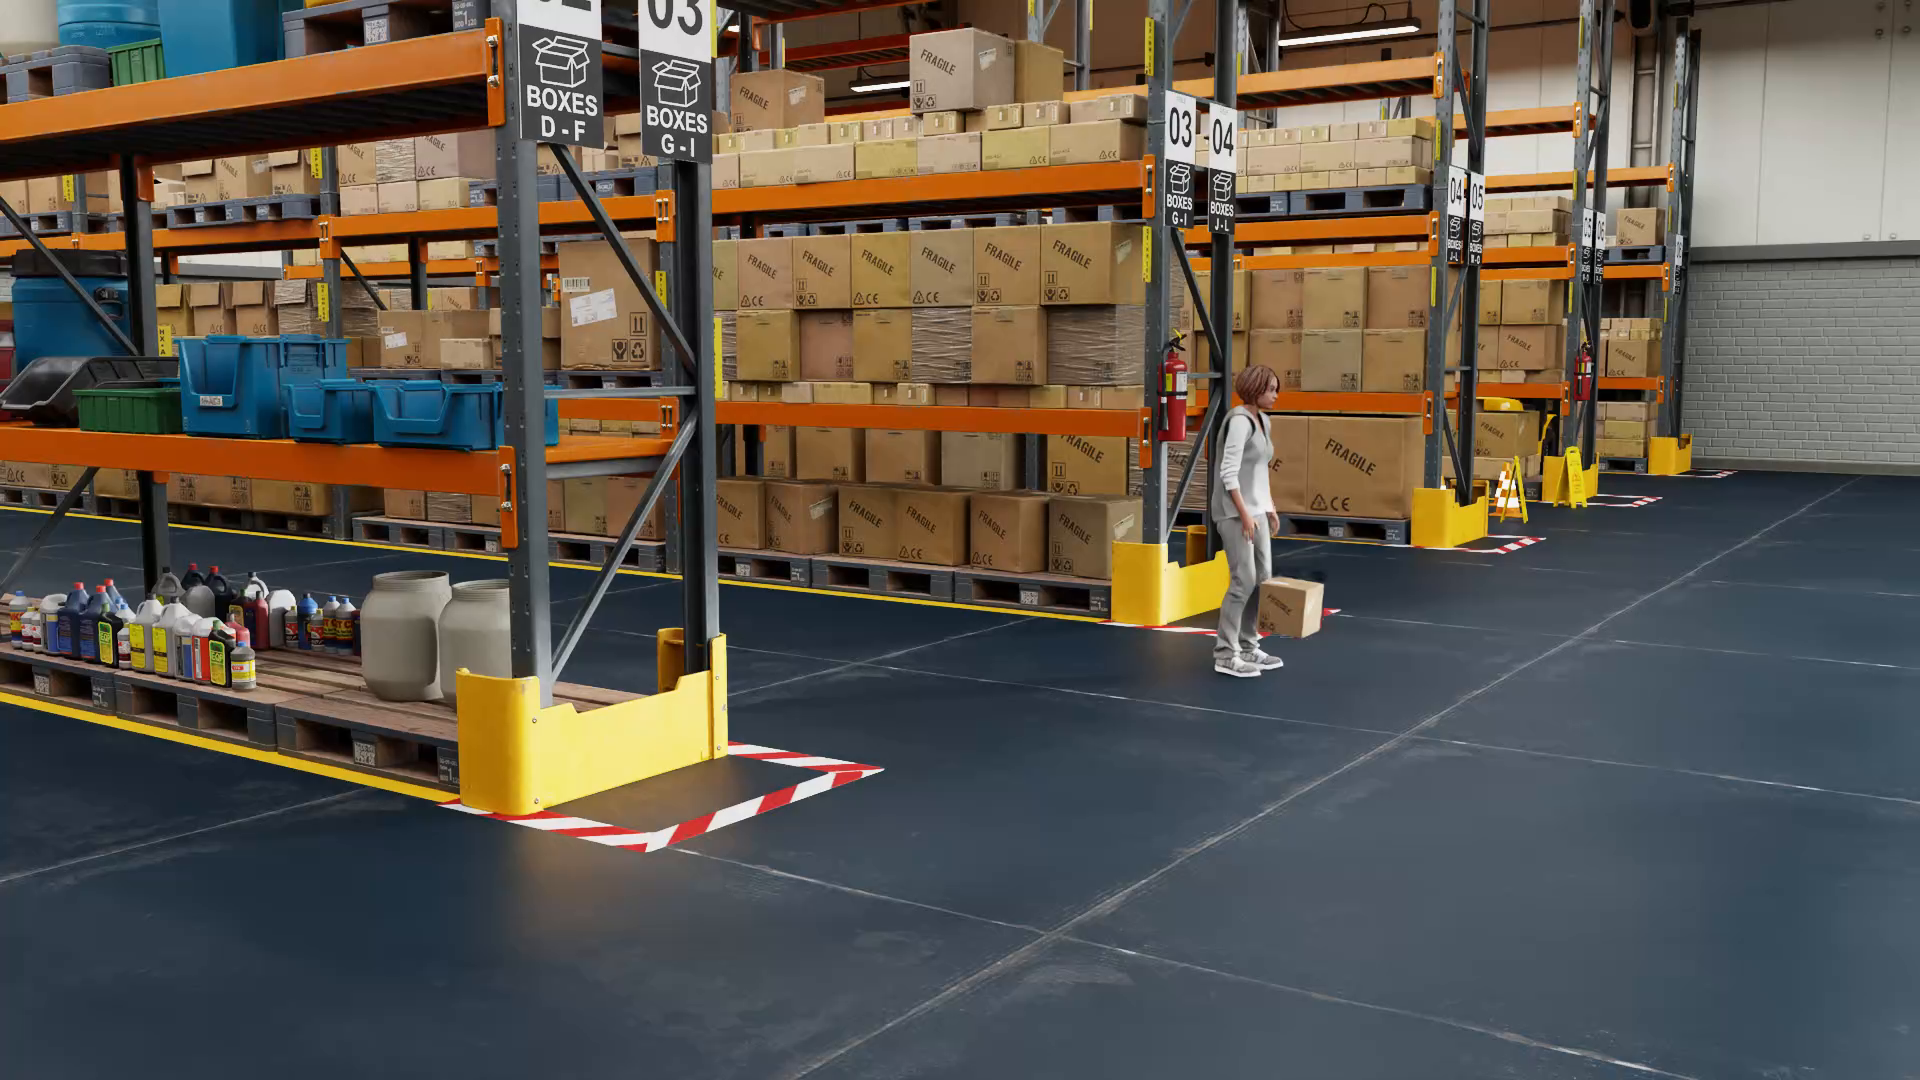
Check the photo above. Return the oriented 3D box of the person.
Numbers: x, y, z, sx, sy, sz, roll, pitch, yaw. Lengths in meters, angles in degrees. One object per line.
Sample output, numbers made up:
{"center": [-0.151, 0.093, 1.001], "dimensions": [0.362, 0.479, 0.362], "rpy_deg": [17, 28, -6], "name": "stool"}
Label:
{"center": [1.496, -0.085, 8.641], "dimensions": [0.345, 1.548, 0.463], "rpy_deg": [4, 8, 33], "name": "person"}
